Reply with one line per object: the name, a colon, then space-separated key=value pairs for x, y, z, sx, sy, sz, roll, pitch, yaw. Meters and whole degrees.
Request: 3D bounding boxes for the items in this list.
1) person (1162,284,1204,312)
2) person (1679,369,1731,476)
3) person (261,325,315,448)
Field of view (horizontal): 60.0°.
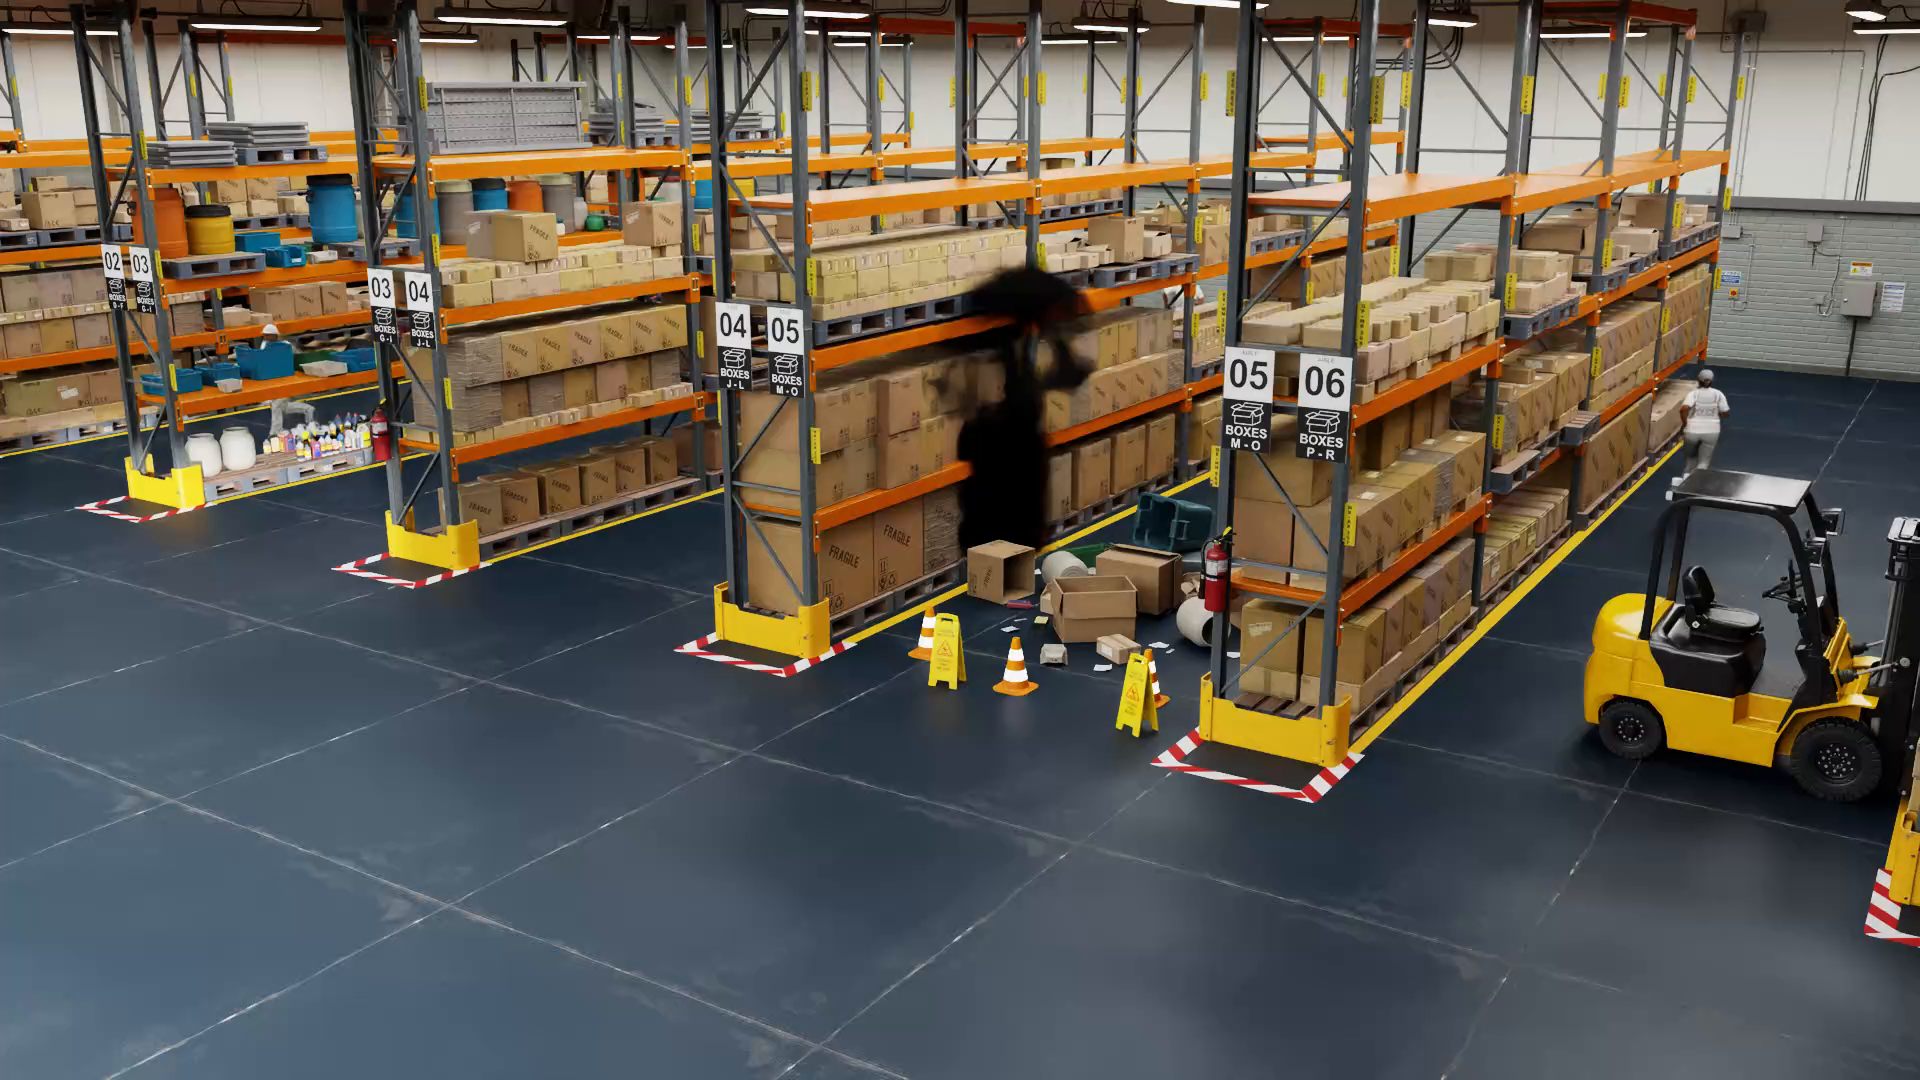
person: x=4.134 y=-4.086 z=30.576 sx=0.709 sy=1.778 sz=0.936 roll=-3 pitch=16 yaw=-12
person: x=9.221 y=-1.256 z=20.668 sx=0.581 sy=1.715 sz=0.826 roll=7 pitch=17 yaw=24
person: x=-9.831 y=-2.282 z=24.234 sx=0.680 sy=1.770 sz=1.015 roll=7 pitch=17 yaw=25
